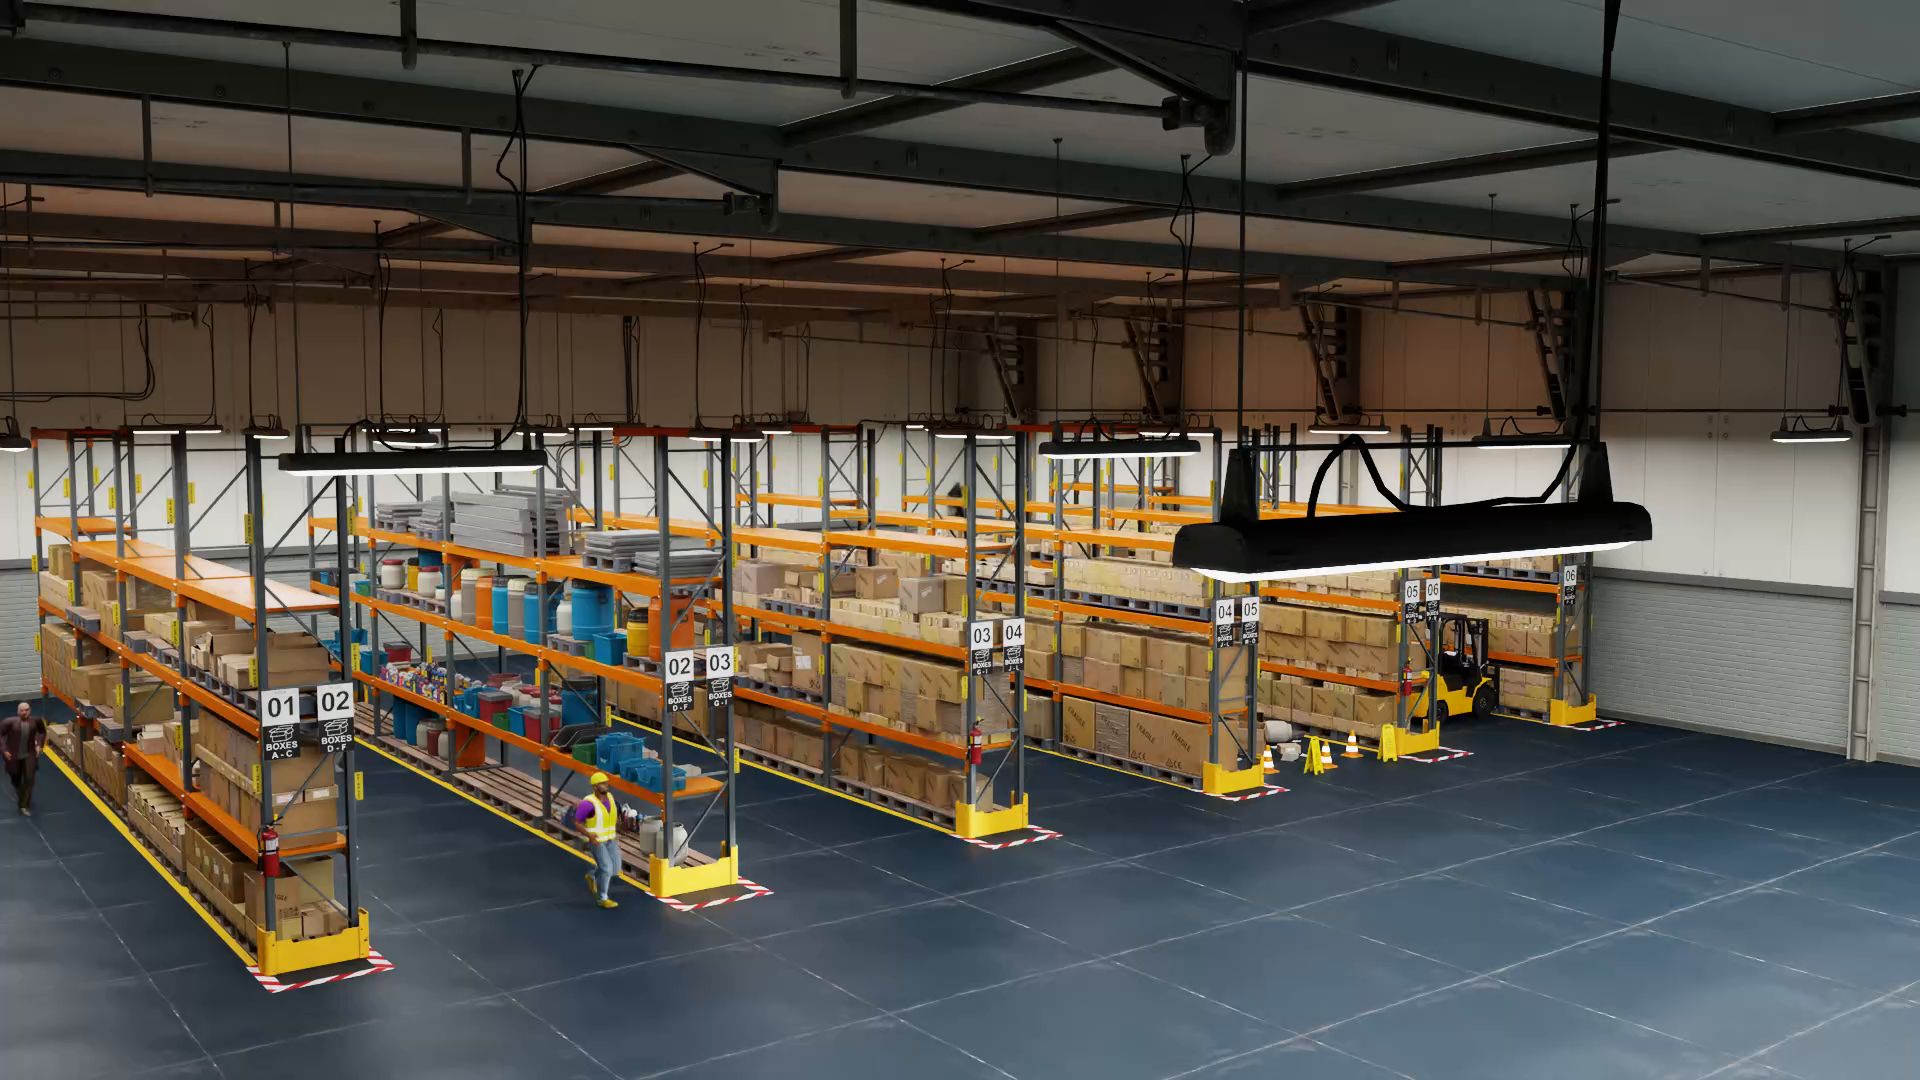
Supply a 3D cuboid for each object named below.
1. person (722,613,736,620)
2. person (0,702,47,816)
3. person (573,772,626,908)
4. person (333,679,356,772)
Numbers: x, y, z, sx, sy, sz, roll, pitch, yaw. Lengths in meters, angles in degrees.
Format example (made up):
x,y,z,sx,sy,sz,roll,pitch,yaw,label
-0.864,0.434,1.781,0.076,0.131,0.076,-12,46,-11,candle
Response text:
x,y,z,sx,sy,sz,roll,pitch,yaw,label
-5.813,2.253,41.408,0.898,1.631,0.614,-2,5,-28,person
-14.820,3.426,26.281,0.719,1.768,0.985,-3,5,-36,person
-4.602,3.806,21.177,0.607,1.724,0.700,3,5,31,person
-10.922,3.241,29.170,0.653,1.650,0.642,-4,6,-40,person
